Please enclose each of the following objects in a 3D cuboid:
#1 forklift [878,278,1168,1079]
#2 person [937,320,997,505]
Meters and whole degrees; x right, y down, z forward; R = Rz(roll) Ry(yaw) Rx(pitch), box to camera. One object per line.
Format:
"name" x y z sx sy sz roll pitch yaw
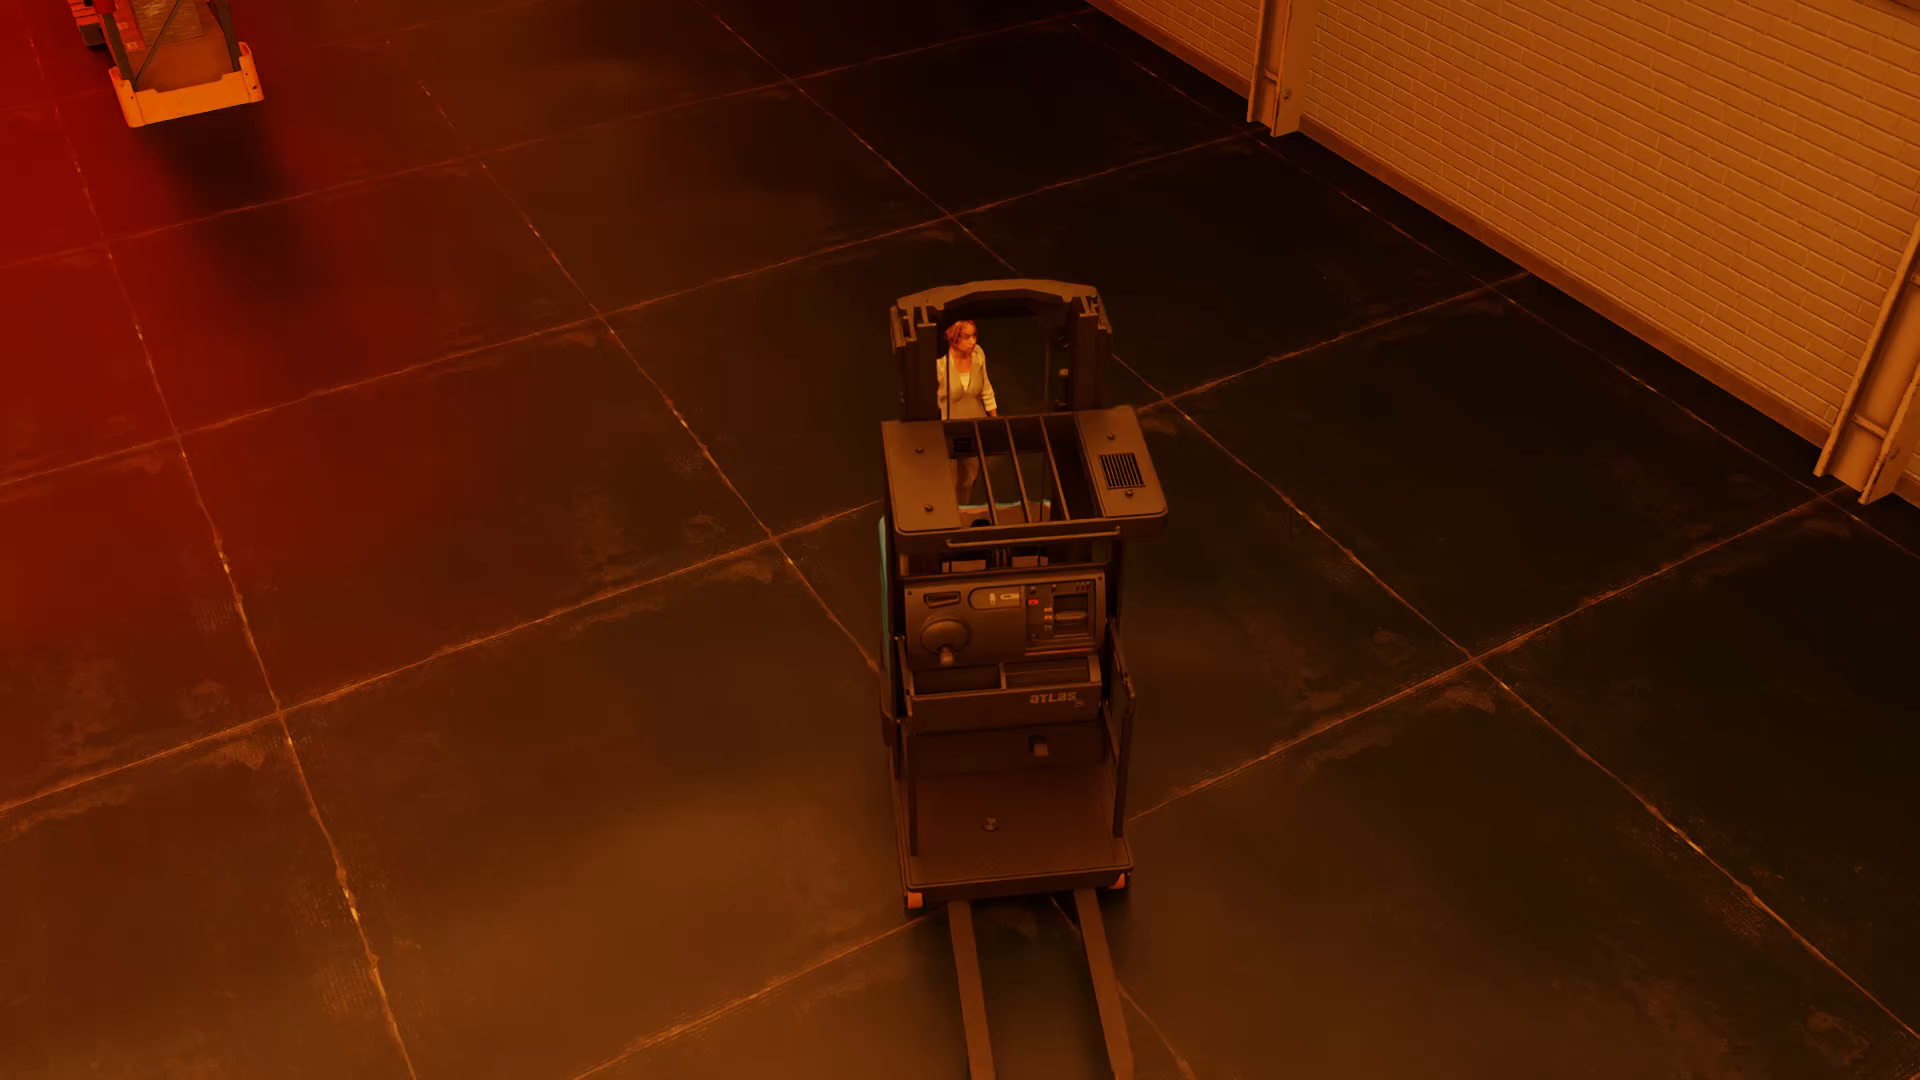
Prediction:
"forklift" 0.238 0.440 7.506 1.130 2.935 3.031 -4 40 -5
"person" 0.025 -0.569 9.767 0.520 1.585 0.473 -20 44 -23
